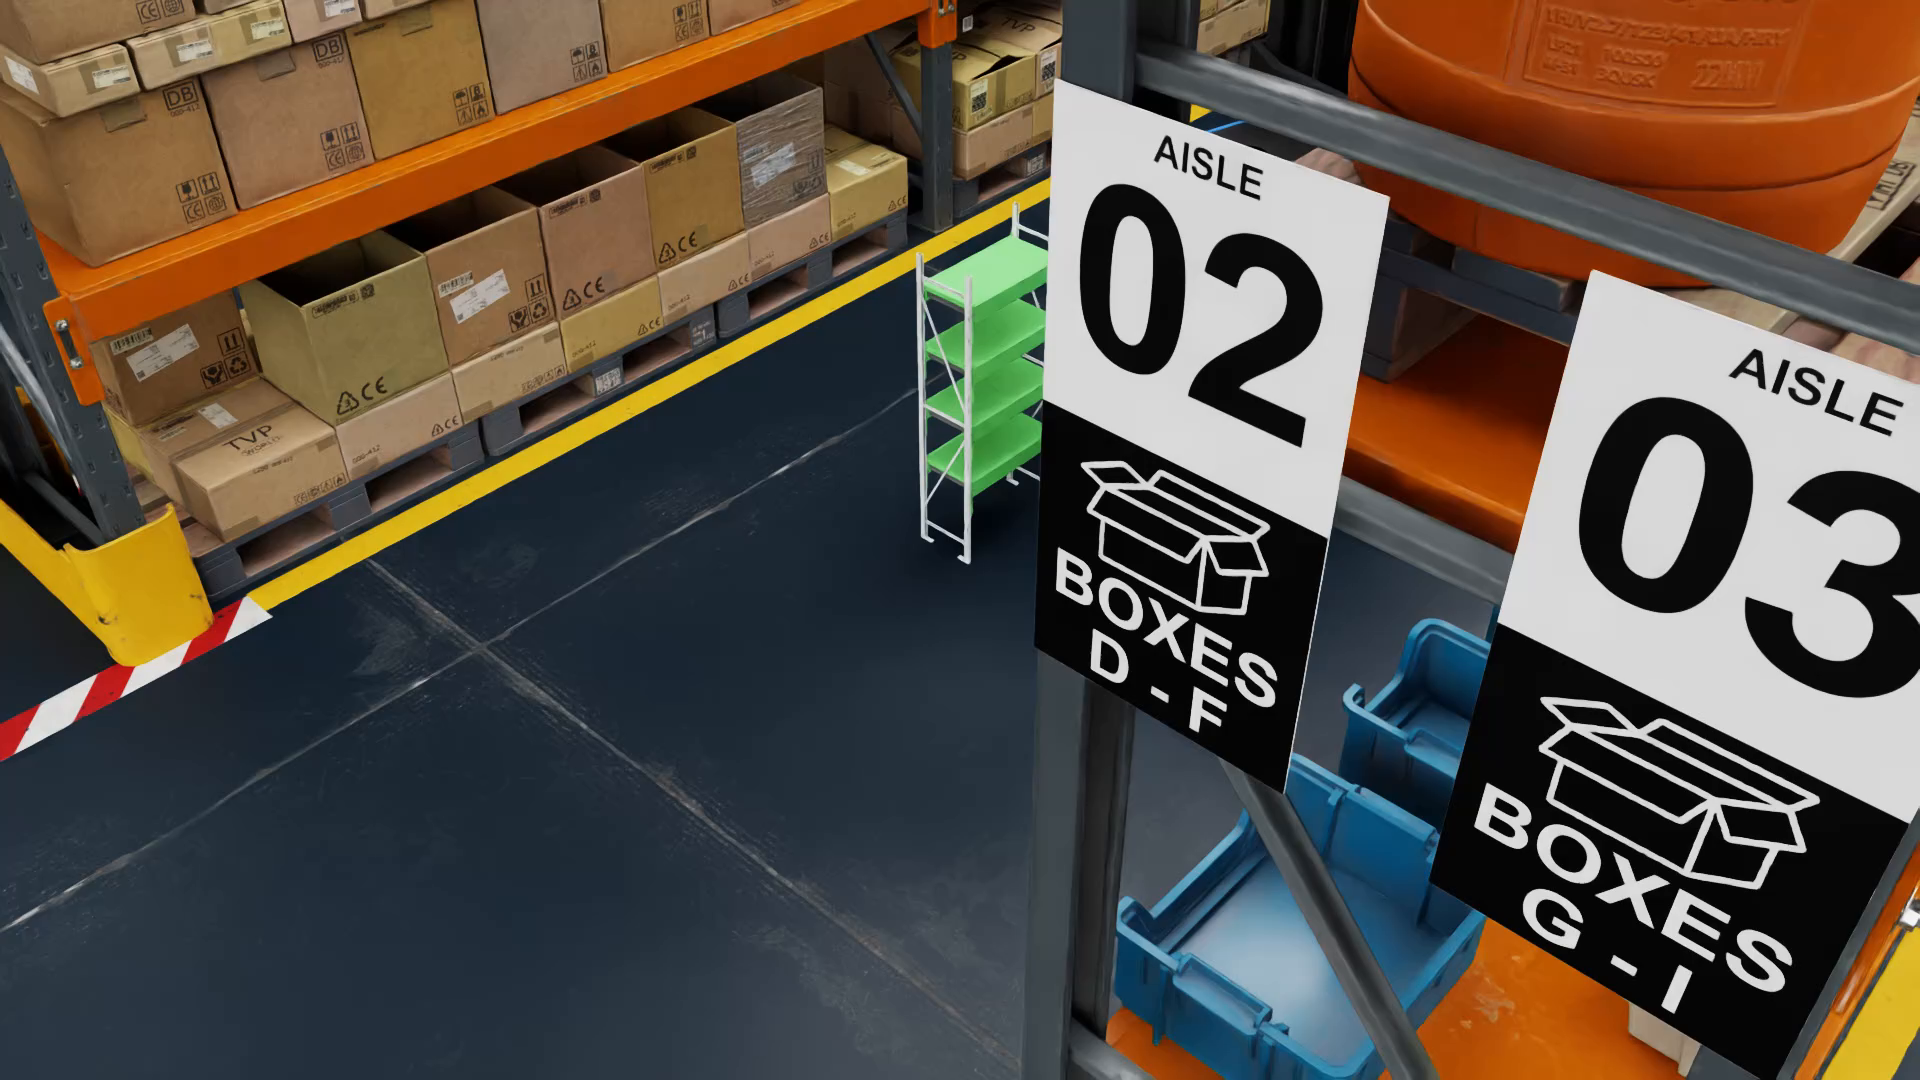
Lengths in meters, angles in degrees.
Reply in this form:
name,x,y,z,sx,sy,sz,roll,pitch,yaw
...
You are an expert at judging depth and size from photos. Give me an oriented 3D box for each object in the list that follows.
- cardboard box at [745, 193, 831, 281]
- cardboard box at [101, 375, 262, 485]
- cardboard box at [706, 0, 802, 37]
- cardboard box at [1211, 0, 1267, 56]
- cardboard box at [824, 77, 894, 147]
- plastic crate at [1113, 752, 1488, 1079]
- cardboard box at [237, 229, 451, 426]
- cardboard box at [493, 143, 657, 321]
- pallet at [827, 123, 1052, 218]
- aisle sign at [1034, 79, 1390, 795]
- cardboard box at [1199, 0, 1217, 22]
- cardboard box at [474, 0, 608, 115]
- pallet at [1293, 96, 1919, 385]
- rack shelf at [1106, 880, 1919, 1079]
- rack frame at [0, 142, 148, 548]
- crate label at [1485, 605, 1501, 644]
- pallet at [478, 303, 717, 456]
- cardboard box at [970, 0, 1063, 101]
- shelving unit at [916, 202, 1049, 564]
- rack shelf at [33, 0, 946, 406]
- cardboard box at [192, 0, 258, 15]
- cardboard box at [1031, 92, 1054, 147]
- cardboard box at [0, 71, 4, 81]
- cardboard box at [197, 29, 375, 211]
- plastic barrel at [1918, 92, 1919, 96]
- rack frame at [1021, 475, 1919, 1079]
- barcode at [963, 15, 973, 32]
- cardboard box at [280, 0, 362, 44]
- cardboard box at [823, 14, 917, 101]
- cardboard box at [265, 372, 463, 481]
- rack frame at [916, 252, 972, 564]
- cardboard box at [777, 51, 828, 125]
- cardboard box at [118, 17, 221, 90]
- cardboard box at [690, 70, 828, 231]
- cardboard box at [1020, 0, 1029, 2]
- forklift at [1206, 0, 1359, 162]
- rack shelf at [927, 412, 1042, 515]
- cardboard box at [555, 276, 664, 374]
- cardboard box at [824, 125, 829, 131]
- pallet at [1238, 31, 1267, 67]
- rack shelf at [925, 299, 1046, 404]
name,x,y,z,sx,sy,sz,roll,pitch,yaw
cardboard box,-0.939,-1.453,7.539,0.500,0.250,0.500,30,47,32
cardboard box,-2.998,-0.516,6.361,0.500,0.250,0.500,30,47,32
cardboard box,-1.089,-2.483,6.882,0.700,0.500,0.500,29,47,31
cardboard box,1.394,-3.009,9.496,0.500,0.250,0.500,31,48,33
cardboard box,-0.377,-2.296,8.599,0.500,0.250,0.500,29,47,31
plastic crate,0.629,0.727,3.046,0.499,0.251,0.616,30,47,32
cardboard box,-2.280,-0.823,6.144,0.500,0.500,0.500,30,47,32
cardboard box,-1.602,-1.280,6.719,0.500,0.500,0.500,30,47,32
pallet,0.025,-2.159,8.795,1.003,0.211,1.213,30,47,32
aisle sign,0.244,-0.085,1.858,0.394,0.787,0.004,30,47,32
cardboard box,1.056,-2.995,9.028,0.500,0.311,0.500,31,48,33
cardboard box,-1.775,-2.018,6.298,0.700,0.500,0.500,31,48,33
pallet,1.142,-0.415,2.104,1.003,0.211,1.213,30,47,32
rack shelf,1.861,0.387,3.932,1.077,0.370,4.000,30,47,32
rack frame,-3.142,-1.058,5.170,1.000,3.000,0.127,30,47,32
crate label,1.554,0.051,3.747,0.502,0.435,0.616,30,47,32
pallet,-1.834,-0.893,7.203,1.003,0.211,1.213,30,47,32
cardboard box,0.361,-2.516,8.425,0.500,0.311,0.500,29,47,31
shelving unit,0.112,-0.546,5.972,0.258,1.200,0.503,30,47,32
rack shelf,-1.793,-1.695,6.549,1.077,0.370,4.000,30,47,32
cardboard box,-2.431,-2.082,5.335,0.700,0.500,0.500,28,46,31
cardboard box,0.358,-2.299,8.603,0.500,0.250,0.500,31,48,33
cardboard box,-3.025,-1.606,5.258,0.380,0.149,0.250,29,47,31
cardboard box,-2.467,-1.549,5.708,0.700,0.500,0.500,31,48,33
plastic barrel,1.187,-0.965,2.155,0.600,0.588,0.600,0,38,0
rack frame,0.512,1.024,2.552,1.000,3.000,0.127,30,47,32
barcode,0.036,-2.407,7.751,0.001,0.075,0.075,30,47,32
cardboard box,-2.201,-1.792,5.492,0.380,0.149,0.250,29,47,31
cardboard box,-0.382,-2.509,8.417,0.500,0.311,0.500,30,47,32
cardboard box,-2.281,-0.530,6.378,0.500,0.250,0.500,30,47,32
rack frame,-0.053,-0.434,5.831,0.240,1.200,0.015,30,47,32
cardboard box,-0.987,-2.195,7.870,0.500,0.500,0.500,30,47,32
cardboard box,-2.542,-1.563,5.204,0.380,0.149,0.250,28,46,31
cardboard box,-0.941,-1.747,7.307,0.500,0.500,0.500,30,47,32
cardboard box,0.303,-2.979,9.008,0.500,0.311,0.500,29,47,32
forklift,1.987,-1.995,6.404,3.031,2.935,1.130,-23,44,-26
rack shelf,0.112,-0.308,6.161,0.258,0.148,0.480,30,47,32
cardboard box,-1.603,-0.987,6.953,0.500,0.250,0.500,30,47,32
cardboard box,-0.980,-1.898,8.098,0.500,0.250,0.500,30,47,32
pallet,1.671,-3.280,10.205,1.003,0.211,1.213,30,47,32
rack shelf,0.112,-0.684,5.863,0.258,0.148,0.480,30,47,32
